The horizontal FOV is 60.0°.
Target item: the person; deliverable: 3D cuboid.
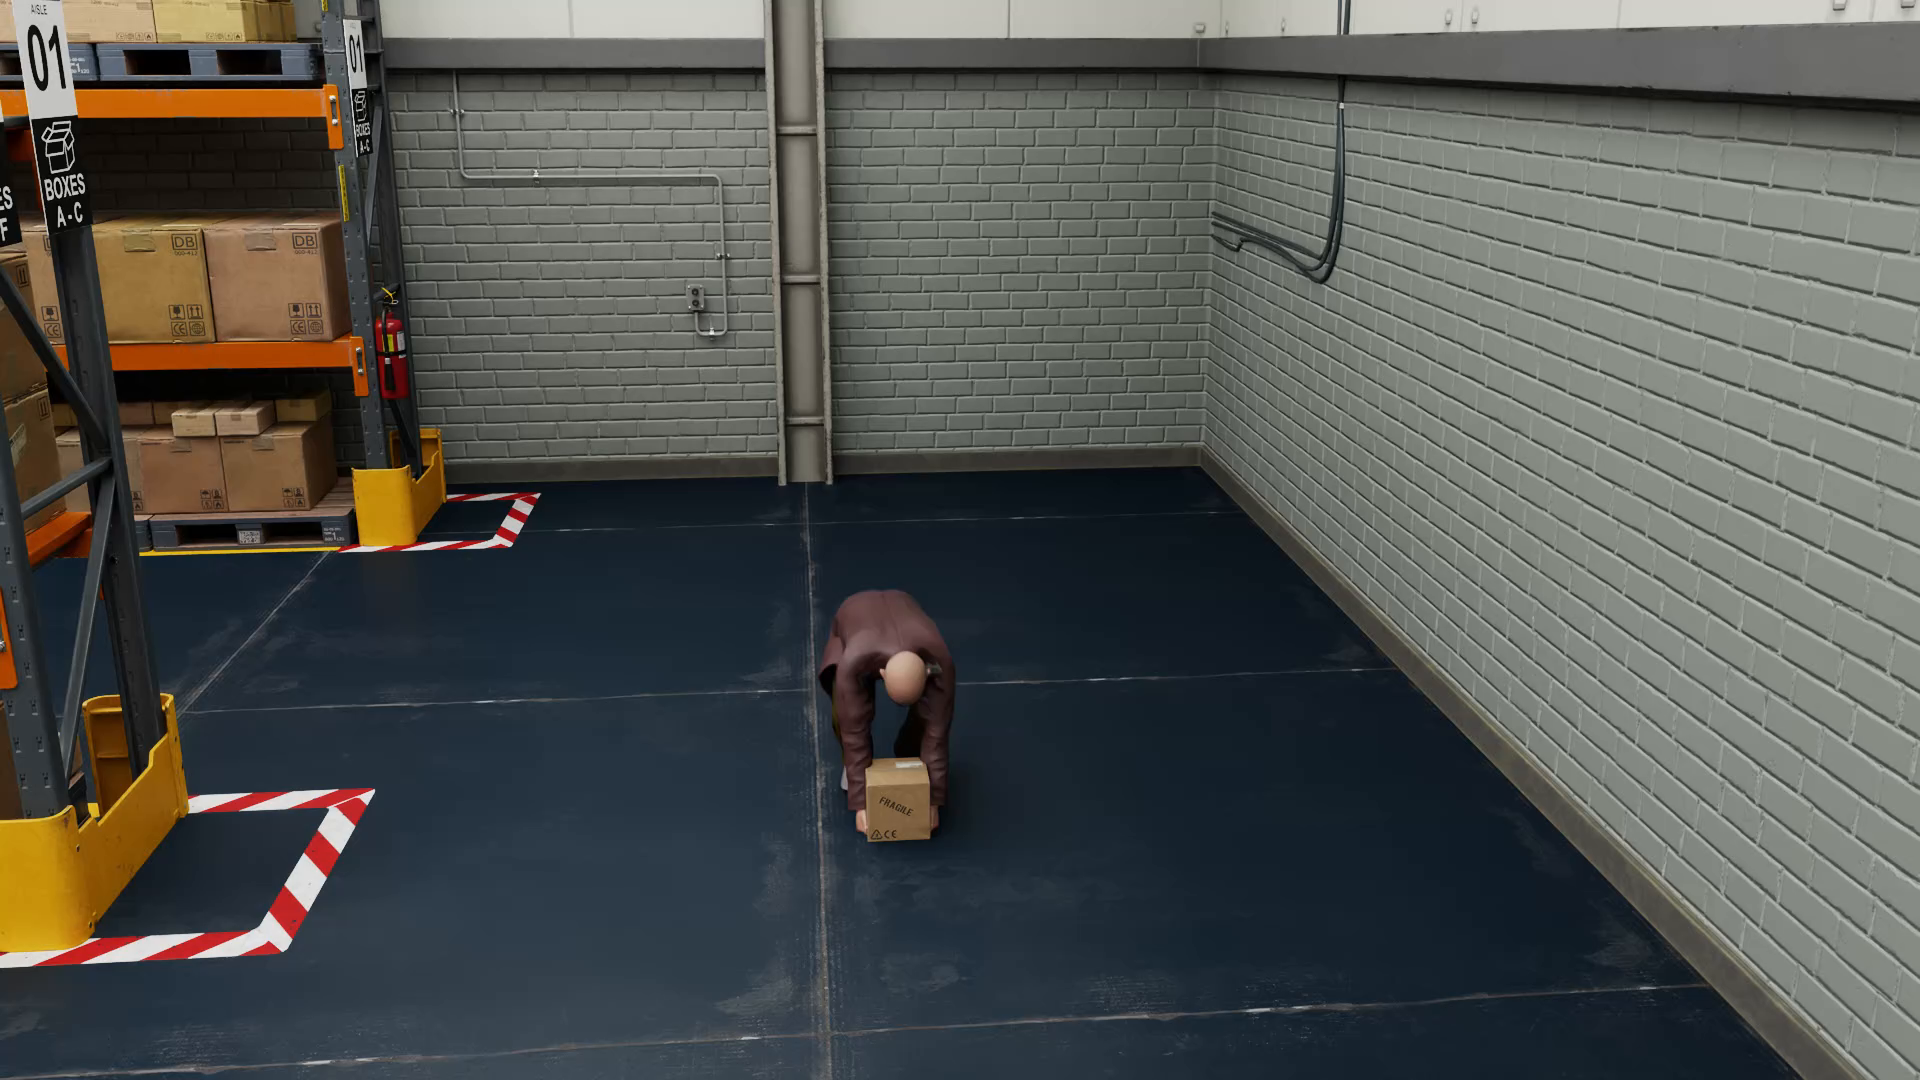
[{"bbox_3d":[-0.299,0.684,6.943,0.580,0.858,0.951,-2,17,-7],"label":"person"}]
